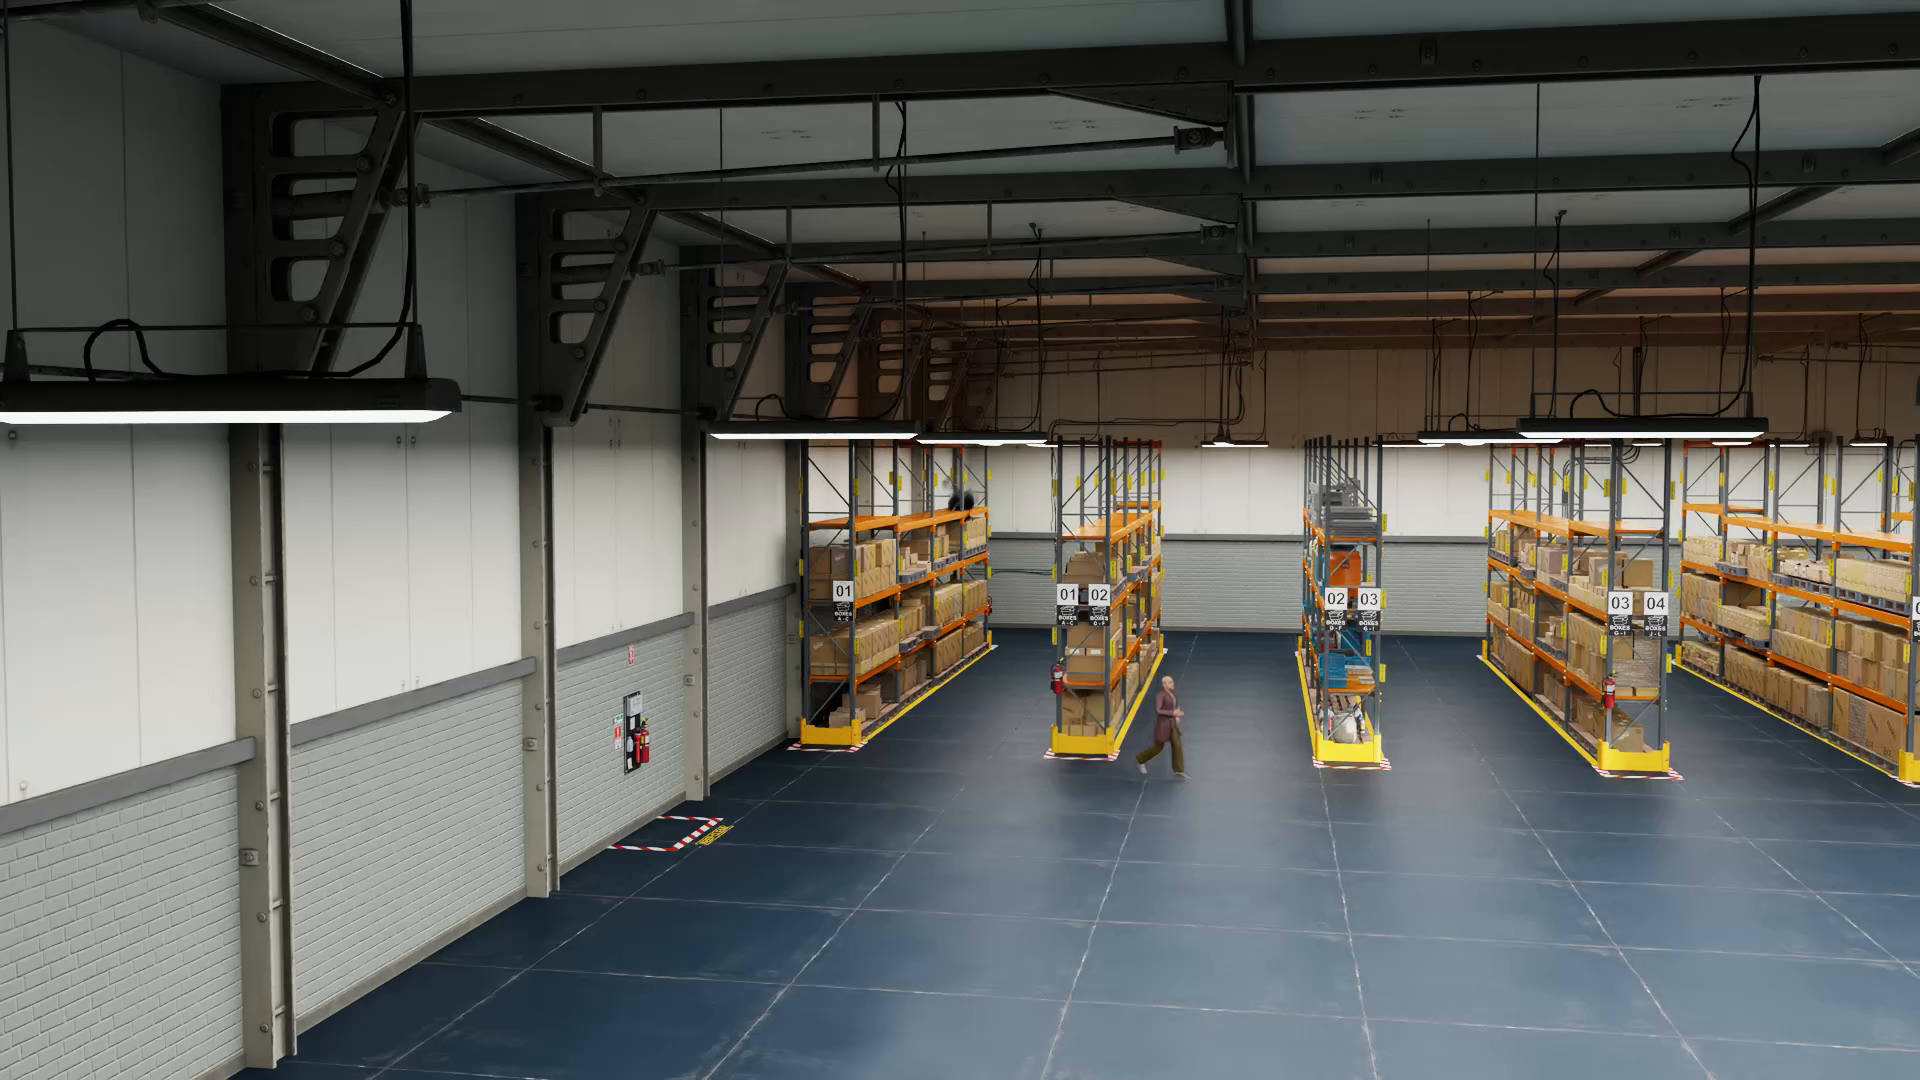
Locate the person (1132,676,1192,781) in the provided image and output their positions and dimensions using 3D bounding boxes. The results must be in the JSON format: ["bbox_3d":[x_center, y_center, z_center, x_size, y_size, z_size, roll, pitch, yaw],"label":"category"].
[{"bbox_3d":[3.544,3.263,28.972,1.060,1.801,0.719,2,4,38],"label":"person"}]

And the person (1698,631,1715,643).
[{"bbox_3d":[20.647,2.380,45.715,0.601,1.721,0.591,0,3,3],"label":"person"}]

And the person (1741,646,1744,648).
[{"bbox_3d":[21.189,2.437,44.938,0.760,1.730,0.651,-1,3,-25],"label":"person"}]
